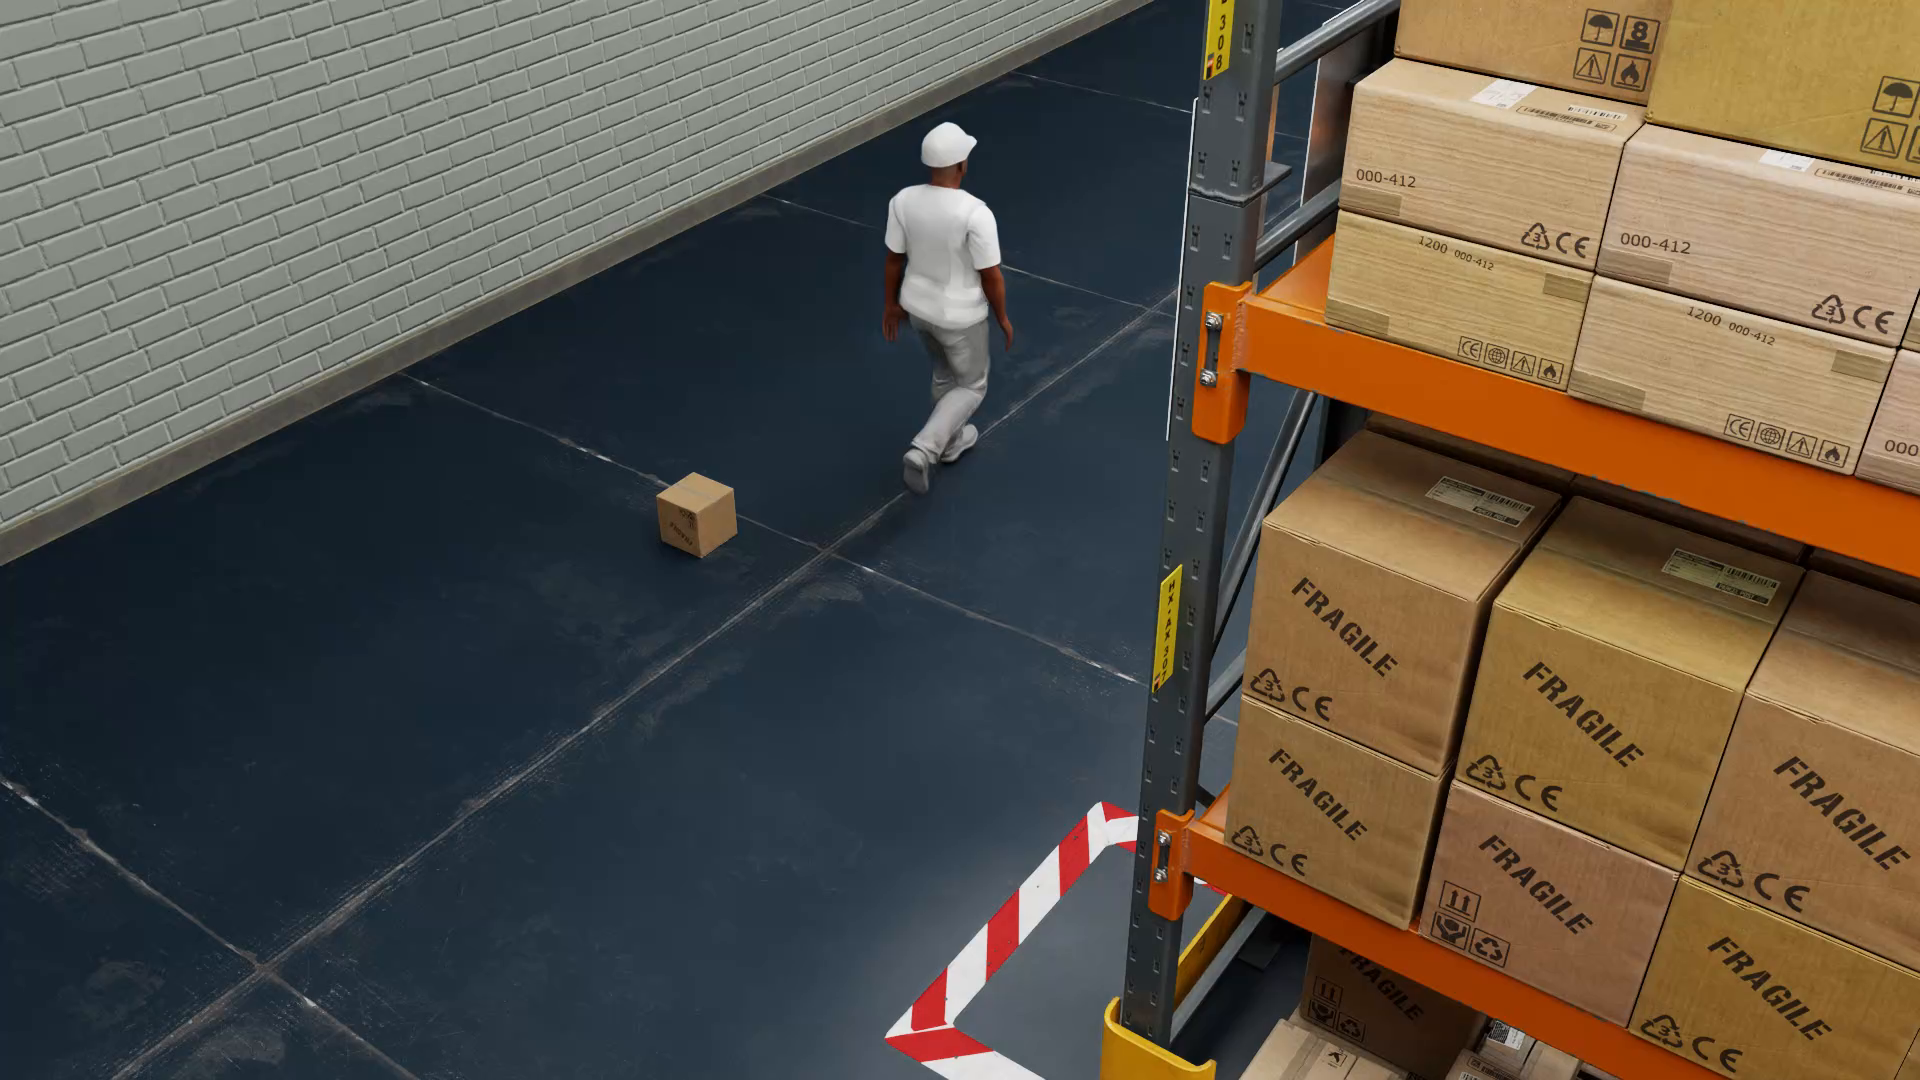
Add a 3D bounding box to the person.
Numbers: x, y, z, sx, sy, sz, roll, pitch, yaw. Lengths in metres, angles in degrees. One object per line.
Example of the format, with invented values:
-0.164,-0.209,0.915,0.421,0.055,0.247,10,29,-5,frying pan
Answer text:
-0.091,-1.040,7.630,0.604,1.742,0.779,24,41,31,person
